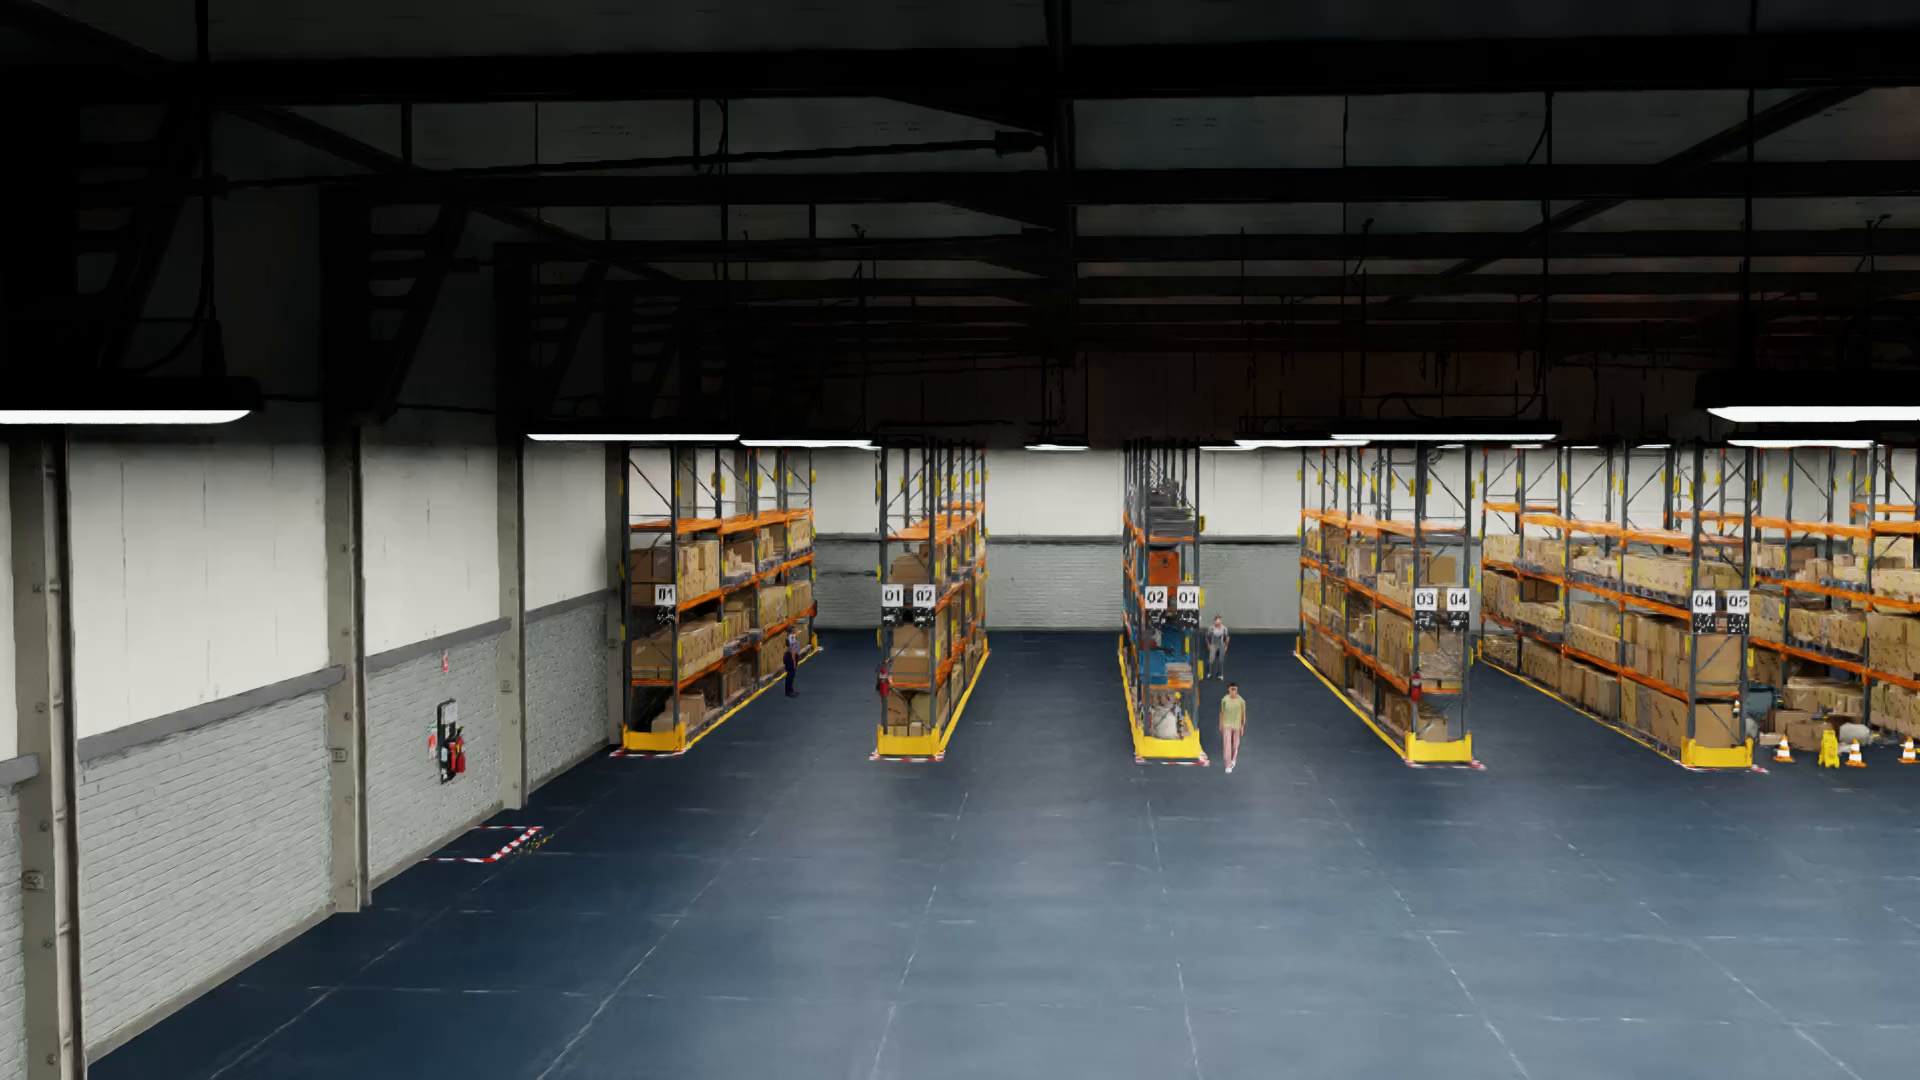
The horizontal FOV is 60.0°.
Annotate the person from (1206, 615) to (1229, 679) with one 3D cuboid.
[{"bbox_3d":[6.455,2.688,41.757,0.580,1.618,0.507,0,3,2],"label":"person"}]

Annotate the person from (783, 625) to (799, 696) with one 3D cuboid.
[{"bbox_3d":[-3.938,2.802,38.923,0.386,1.653,0.596,-1,3,-19],"label":"person"}]

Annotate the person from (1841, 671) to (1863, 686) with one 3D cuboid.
[{"bbox_3d":[21.864,2.641,40.657,0.570,1.786,0.653,2,4,30],"label":"person"}]

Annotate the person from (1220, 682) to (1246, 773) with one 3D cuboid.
[{"bbox_3d":[4.886,3.318,29.732,0.445,1.591,1.110,0,3,2],"label":"person"}]
